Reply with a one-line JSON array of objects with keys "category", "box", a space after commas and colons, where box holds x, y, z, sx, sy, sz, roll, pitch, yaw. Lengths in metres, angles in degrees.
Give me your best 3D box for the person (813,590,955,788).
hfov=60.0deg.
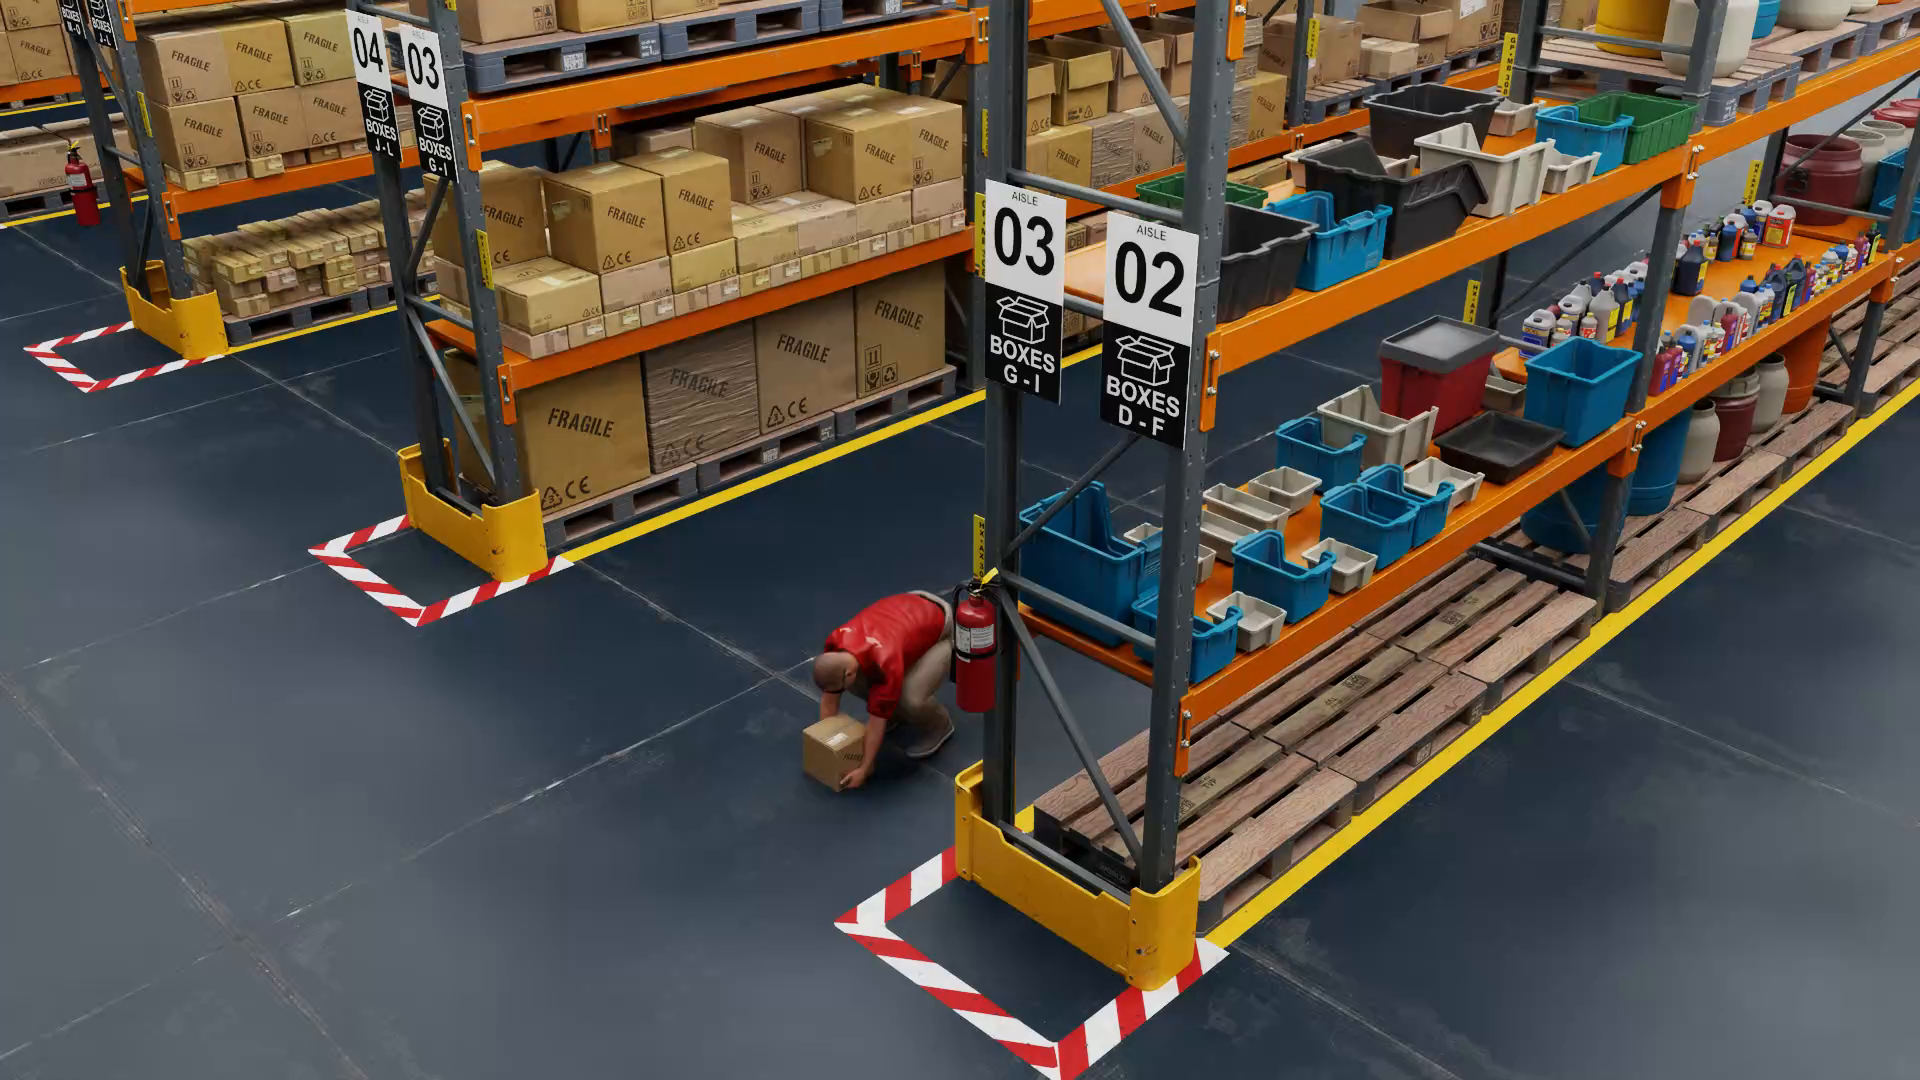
[{"category": "person", "box": [-0.368, 0.721, 8.305, 0.533, 0.801, 0.951, 23, 36, 37]}]
